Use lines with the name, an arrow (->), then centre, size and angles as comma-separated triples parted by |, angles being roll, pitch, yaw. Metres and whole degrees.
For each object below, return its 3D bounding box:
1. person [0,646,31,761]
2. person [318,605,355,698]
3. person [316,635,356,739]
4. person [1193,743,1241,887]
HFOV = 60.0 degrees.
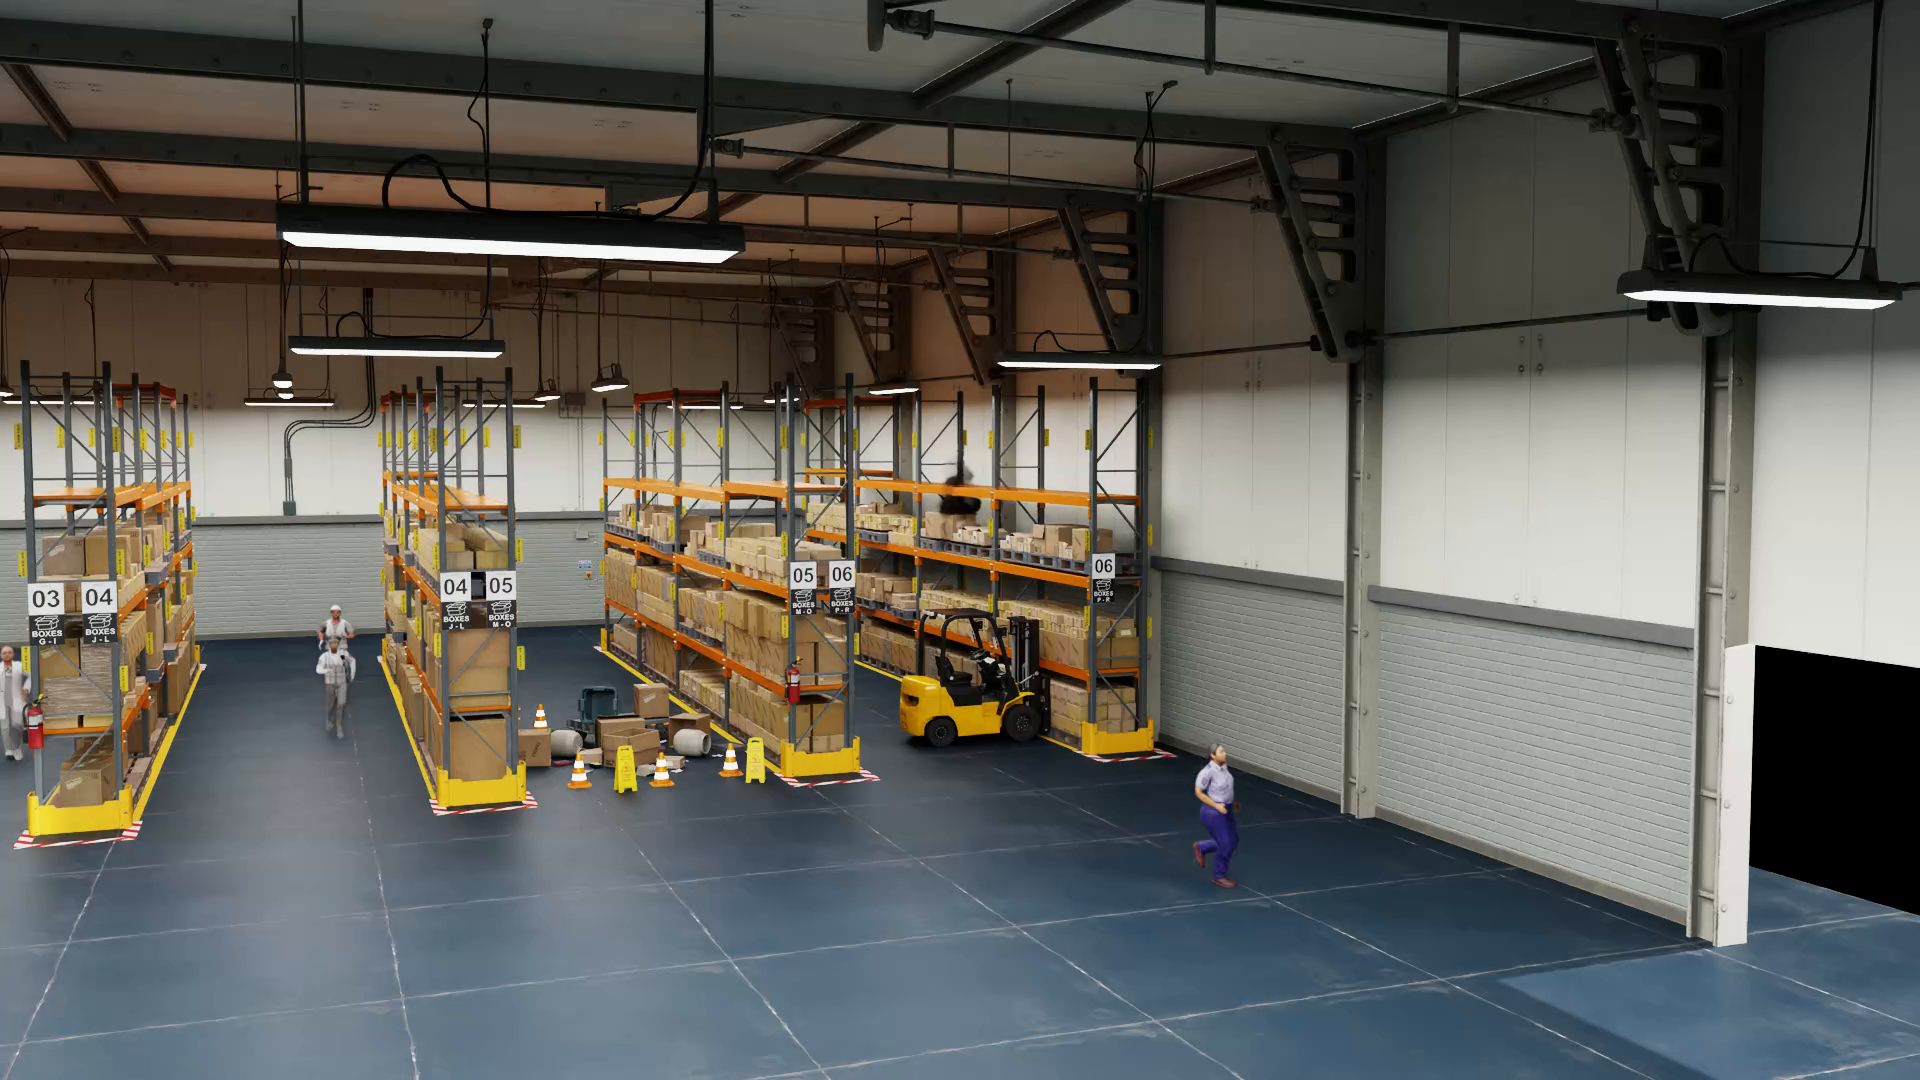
person -> -14.840, 2.565, 25.970 | 0.687, 1.805, 0.734 | -2, 4, -24
person -> -12.134, 2.153, 32.368 | 0.667, 1.768, 0.980 | -1, 4, -19
person -> -10.592, 2.458, 28.249 | 0.622, 1.737, 0.891 | -1, 4, -19
person -> 2.852, 3.085, 18.767 | 0.592, 1.611, 0.608 | 2, 4, 36
